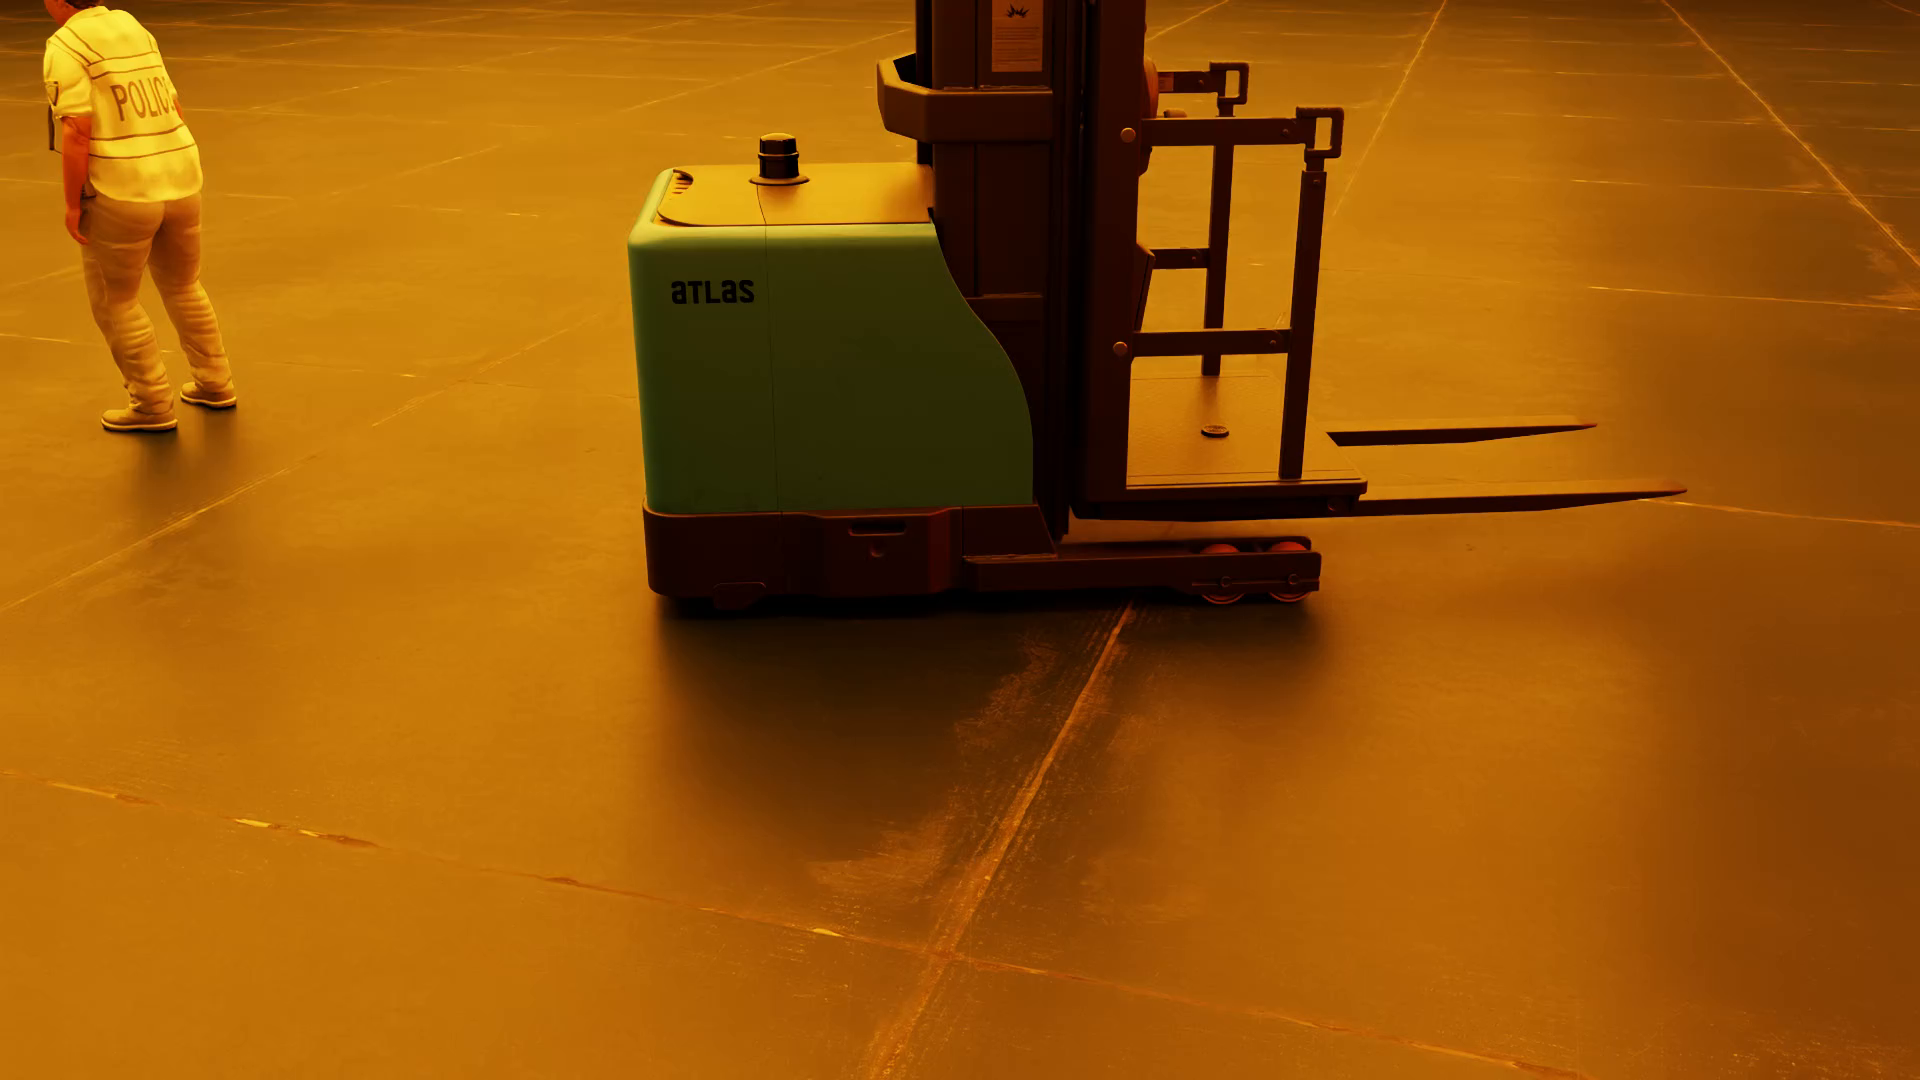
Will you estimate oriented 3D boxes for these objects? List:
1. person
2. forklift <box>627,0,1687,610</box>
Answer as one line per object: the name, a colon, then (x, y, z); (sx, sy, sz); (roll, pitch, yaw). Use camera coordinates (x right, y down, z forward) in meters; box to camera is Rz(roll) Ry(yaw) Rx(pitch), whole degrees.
person: (-2.955, -1.232, 5.925); (0.469, 1.666, 0.554); (8, 24, 19)
forklift: (0.606, -1.374, 4.608); (3.031, 2.935, 1.130); (-2, 23, -4)
